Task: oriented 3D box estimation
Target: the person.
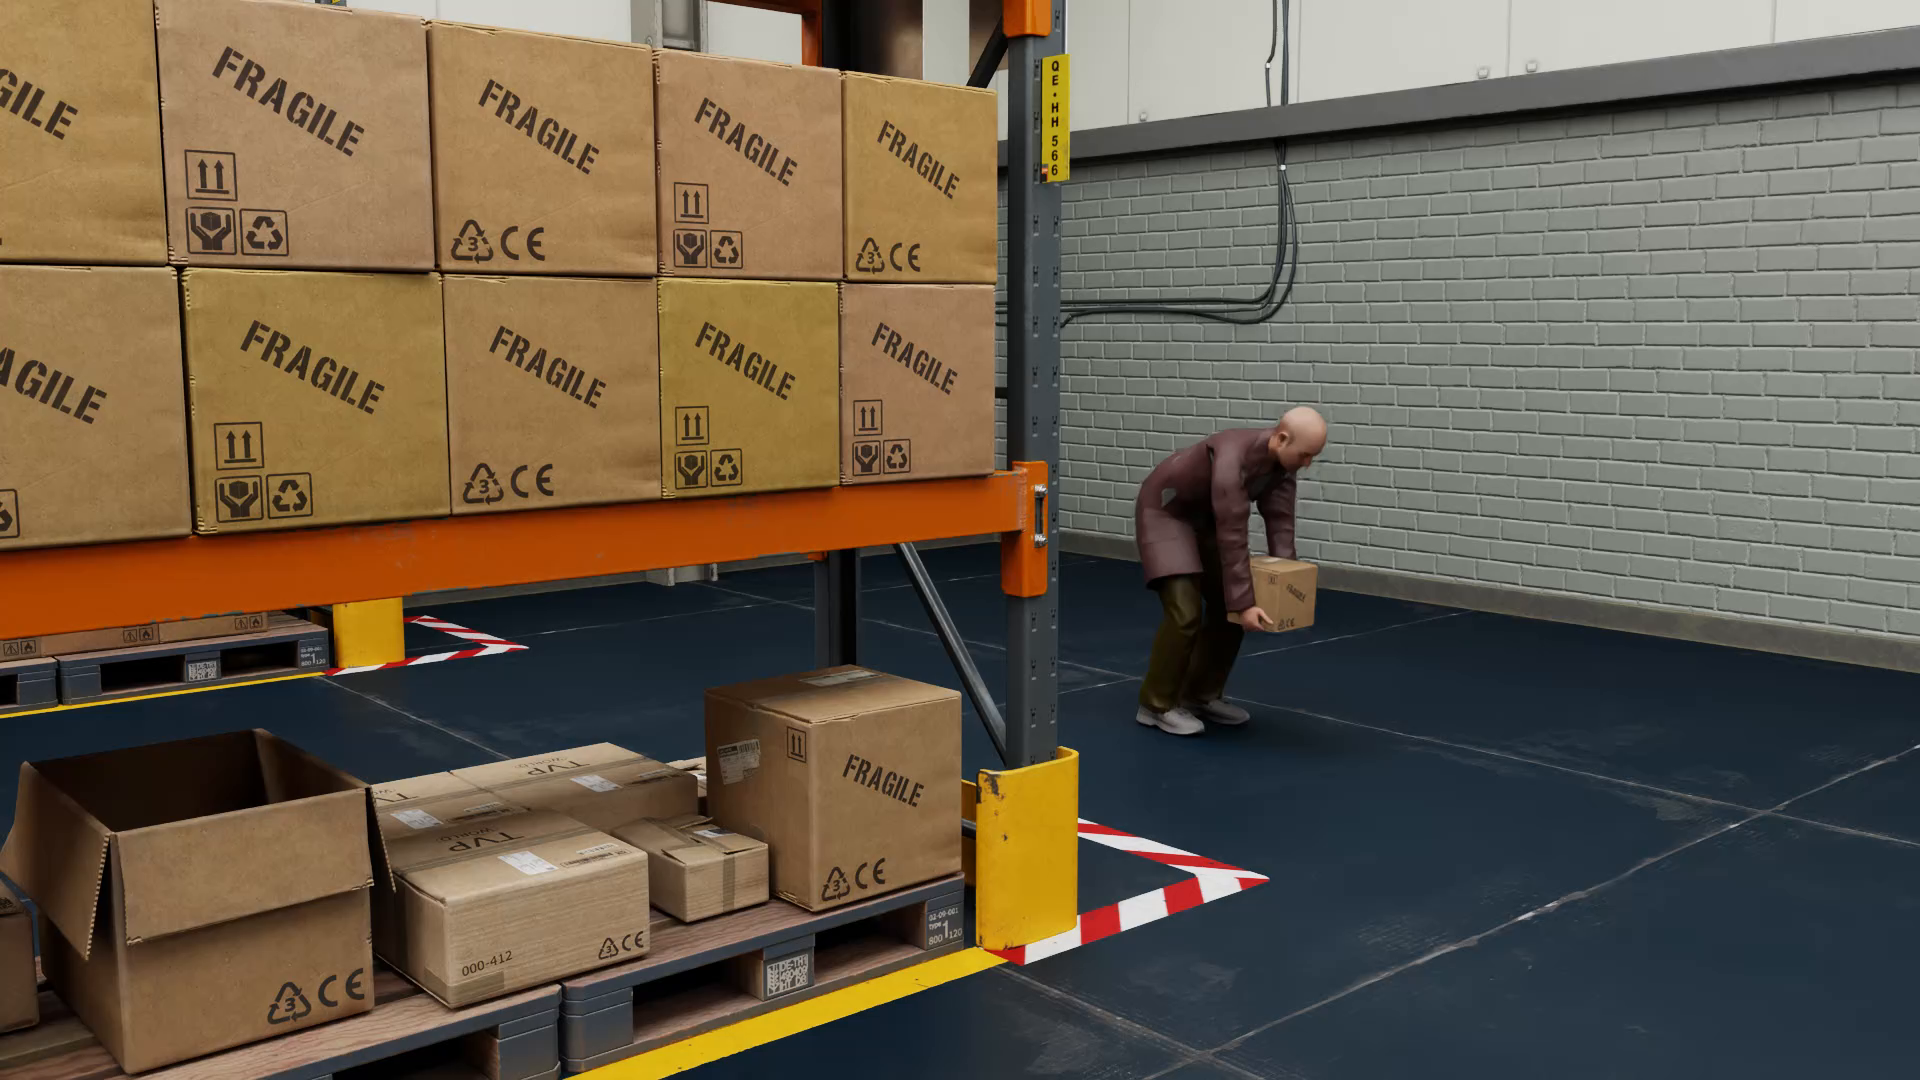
[{"bbox_3d":[1.119,0.138,6.910,0.563,1.361,0.877,-7,10,-43],"label":"person"}]
